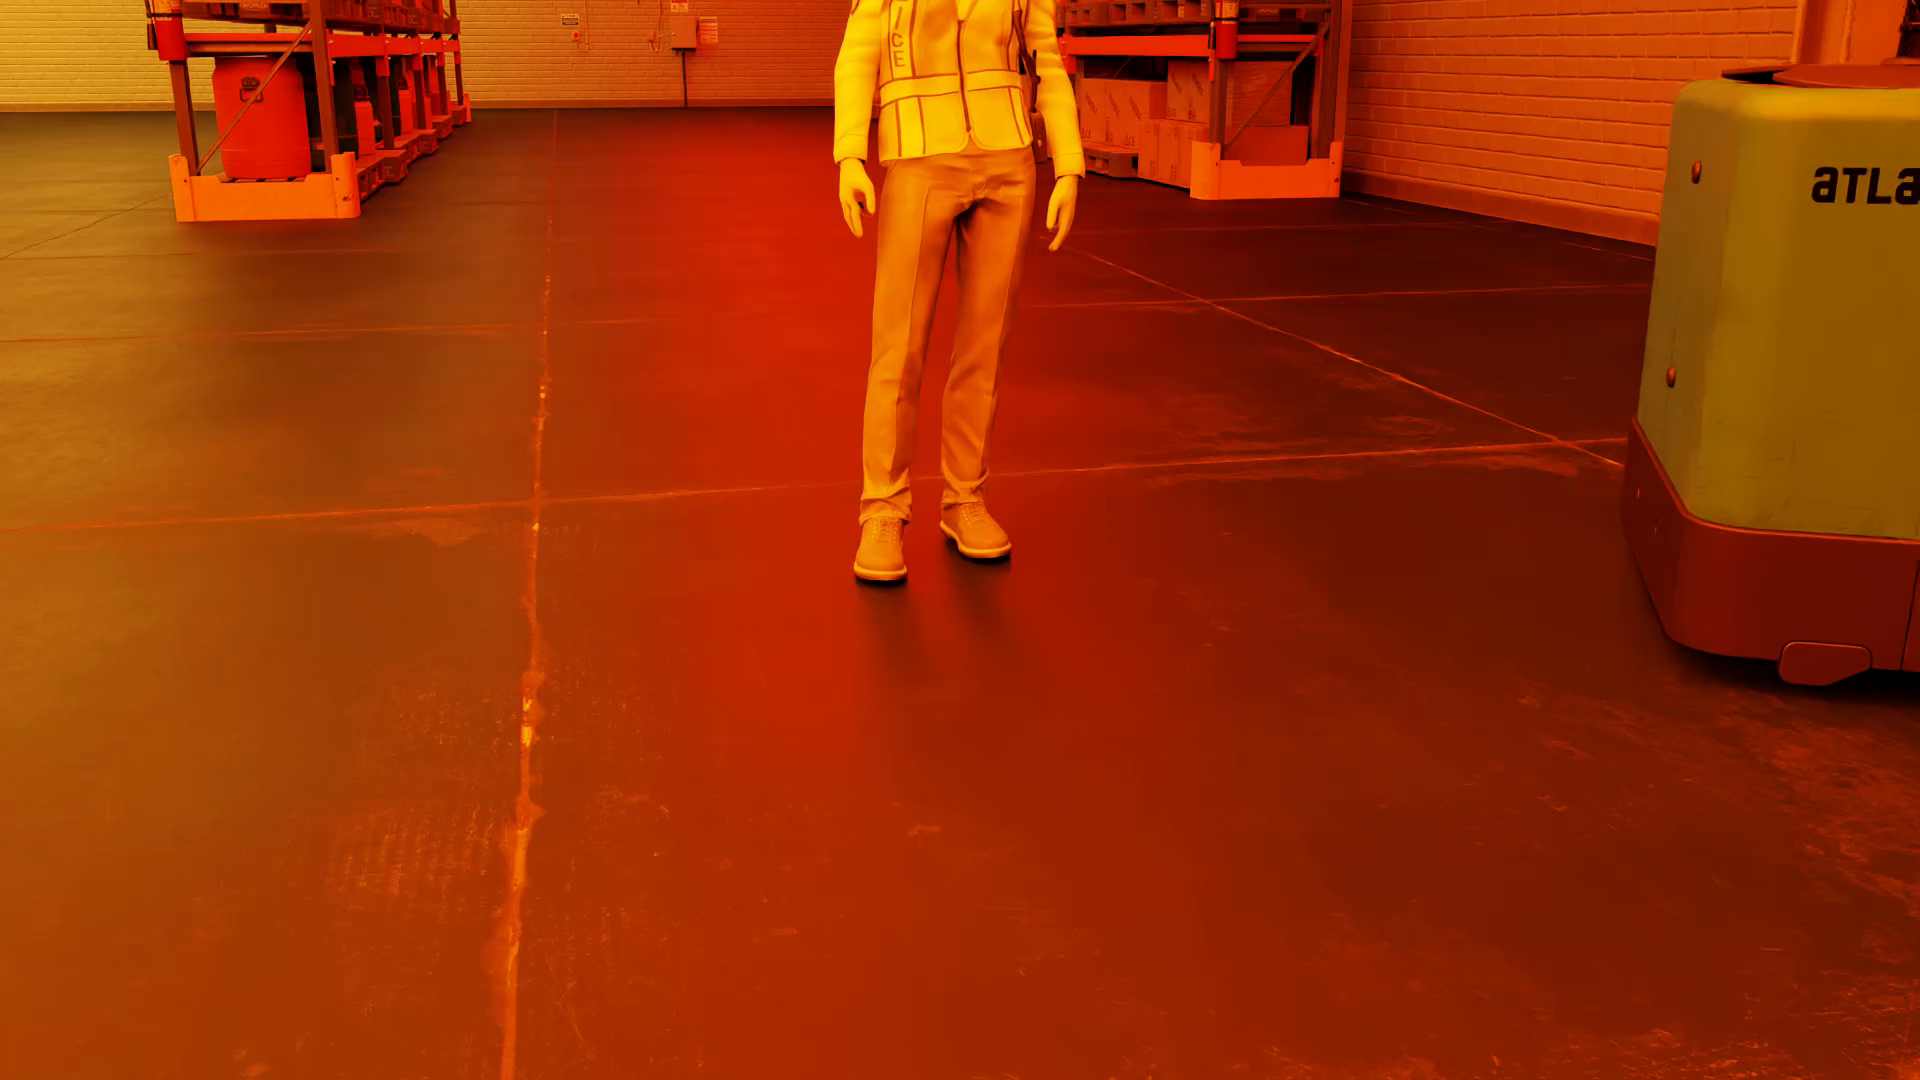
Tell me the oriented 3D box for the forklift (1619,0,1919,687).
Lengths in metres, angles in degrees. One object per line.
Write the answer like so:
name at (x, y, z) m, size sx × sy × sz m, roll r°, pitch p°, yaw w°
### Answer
forklift at (2.914, -1.160, 2.773) m, size 3.031 × 2.935 × 1.130 m, roll 4°, pitch 17°, yaw 15°

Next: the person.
person at (0.009, -0.800, 3.707) m, size 0.586 × 1.694 × 0.532 m, roll -4°, pitch 17°, yaw -12°
